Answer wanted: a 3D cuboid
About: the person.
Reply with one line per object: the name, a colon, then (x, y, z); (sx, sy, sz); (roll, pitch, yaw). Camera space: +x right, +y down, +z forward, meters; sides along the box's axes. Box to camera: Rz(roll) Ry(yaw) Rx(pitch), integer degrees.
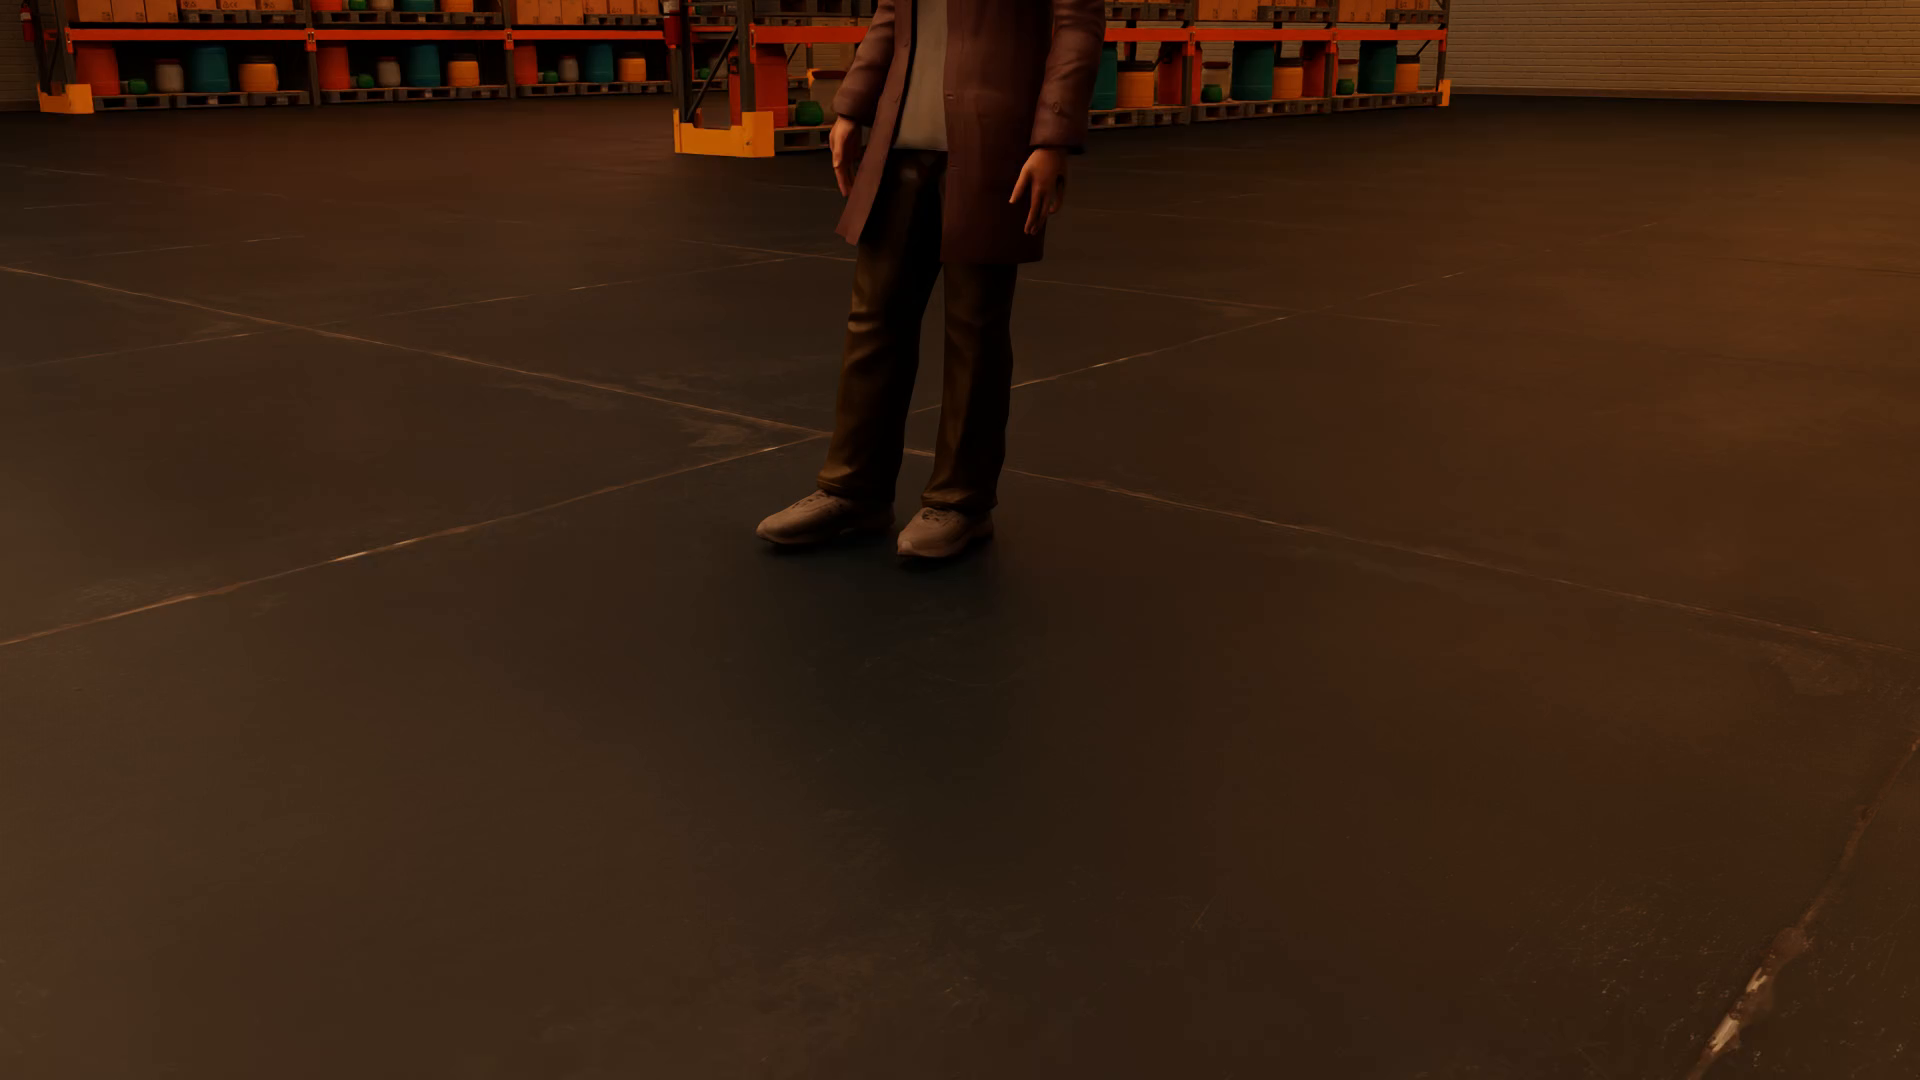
person: (-0.061, -0.838, 3.616); (0.698, 1.777, 0.579); (13, 21, 37)
